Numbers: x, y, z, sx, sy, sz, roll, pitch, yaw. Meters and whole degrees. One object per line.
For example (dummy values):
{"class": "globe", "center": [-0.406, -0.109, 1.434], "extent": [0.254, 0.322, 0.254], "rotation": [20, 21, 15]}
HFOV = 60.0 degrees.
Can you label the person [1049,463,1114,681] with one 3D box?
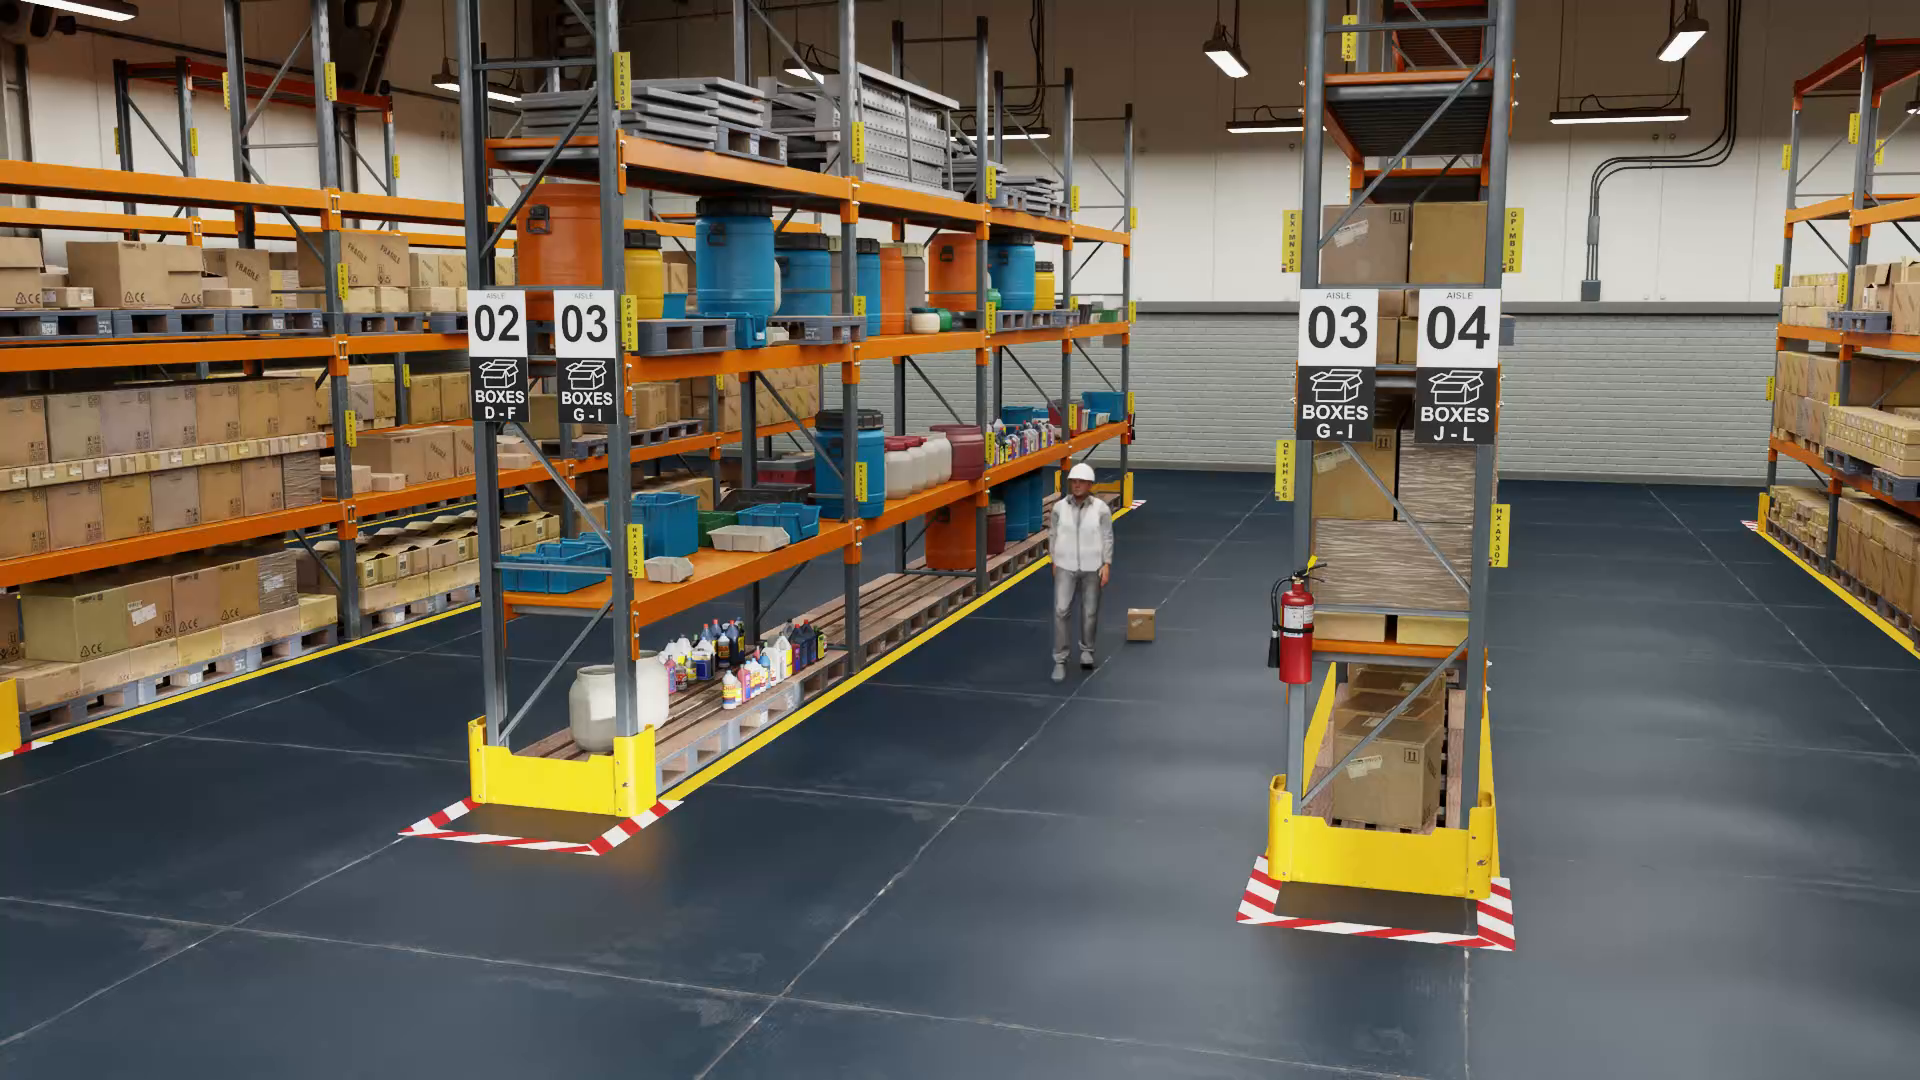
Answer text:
{"class": "person", "center": [1.019, 0.266, 14.036], "extent": [0.559, 1.822, 0.778], "rotation": [1, 8, 7]}
